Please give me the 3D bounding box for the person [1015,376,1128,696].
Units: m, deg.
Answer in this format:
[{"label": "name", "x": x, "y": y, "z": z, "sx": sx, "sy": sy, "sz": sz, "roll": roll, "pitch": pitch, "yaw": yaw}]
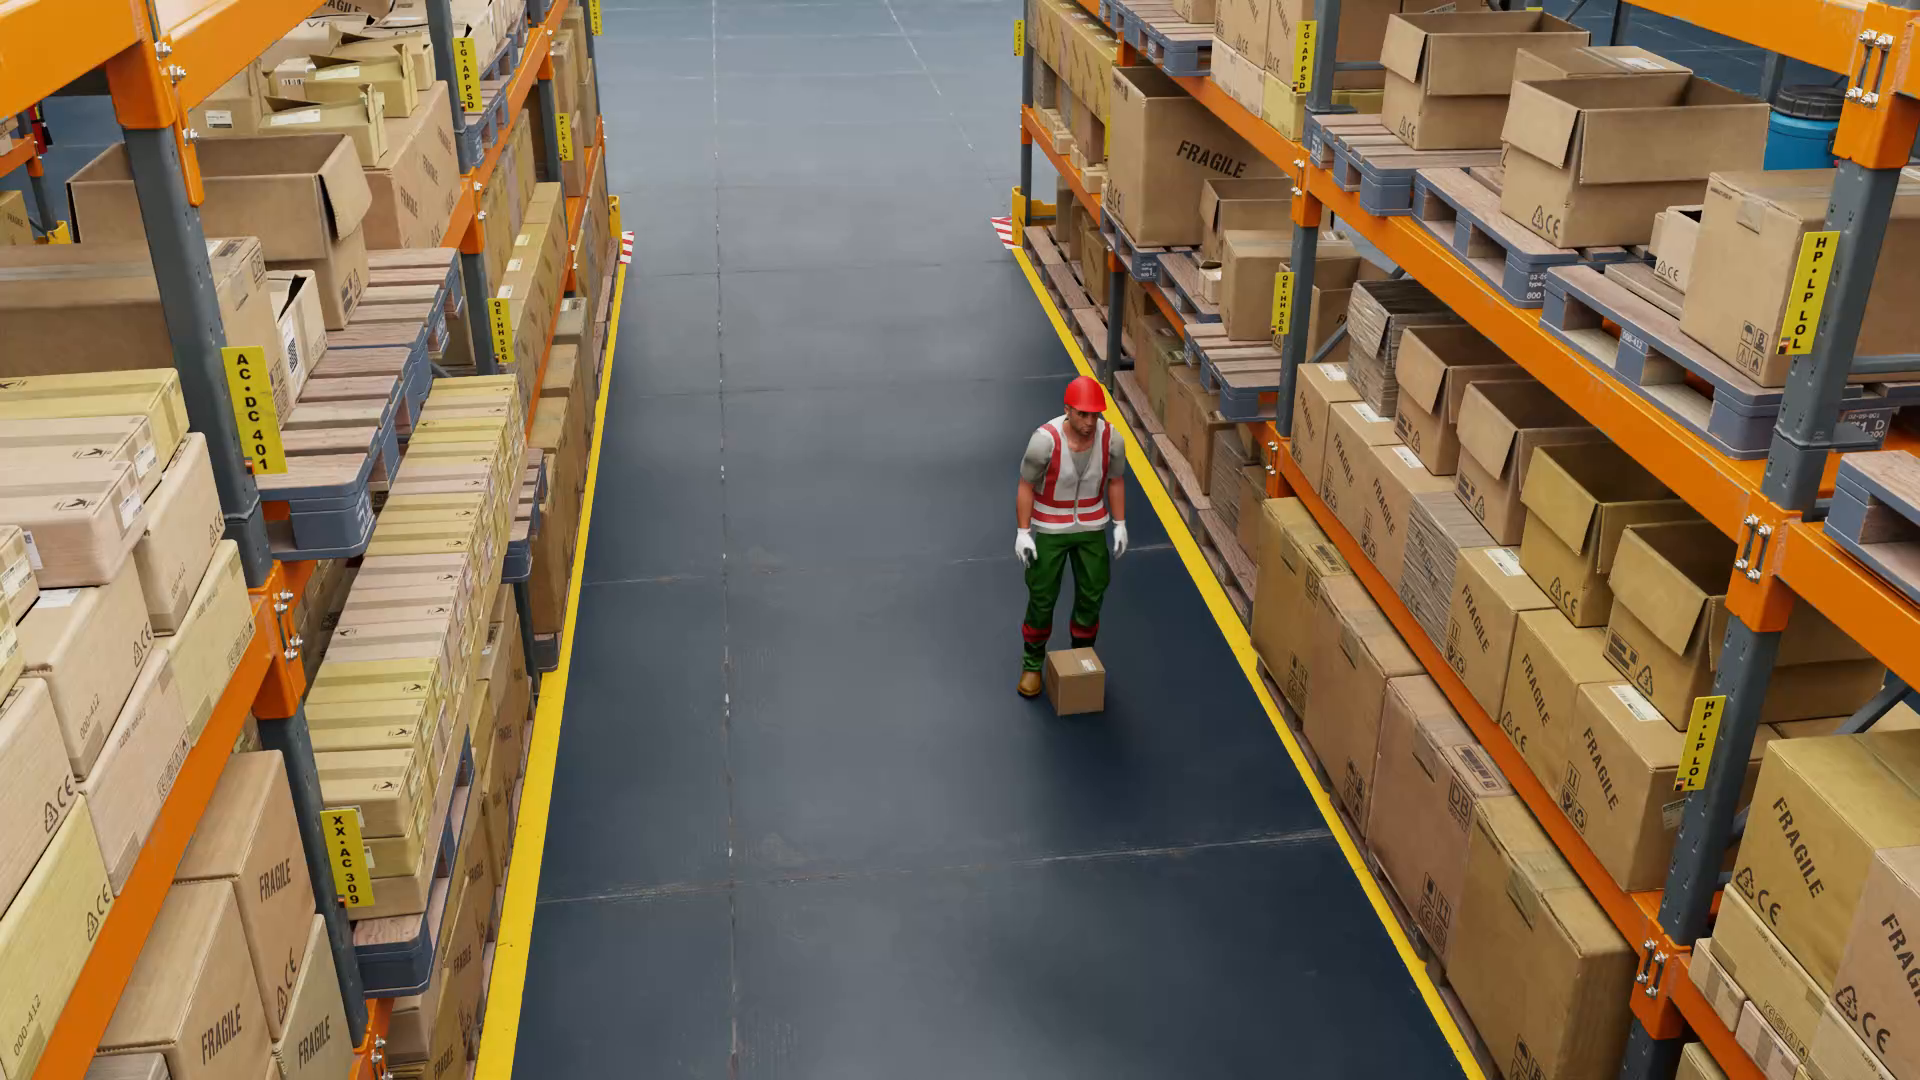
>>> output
[{"label": "person", "x": 0.584, "y": -0.033, "z": 8.666, "sx": 0.619, "sy": 1.779, "sz": 0.450, "roll": -5, "pitch": 27, "yaw": -10}]
